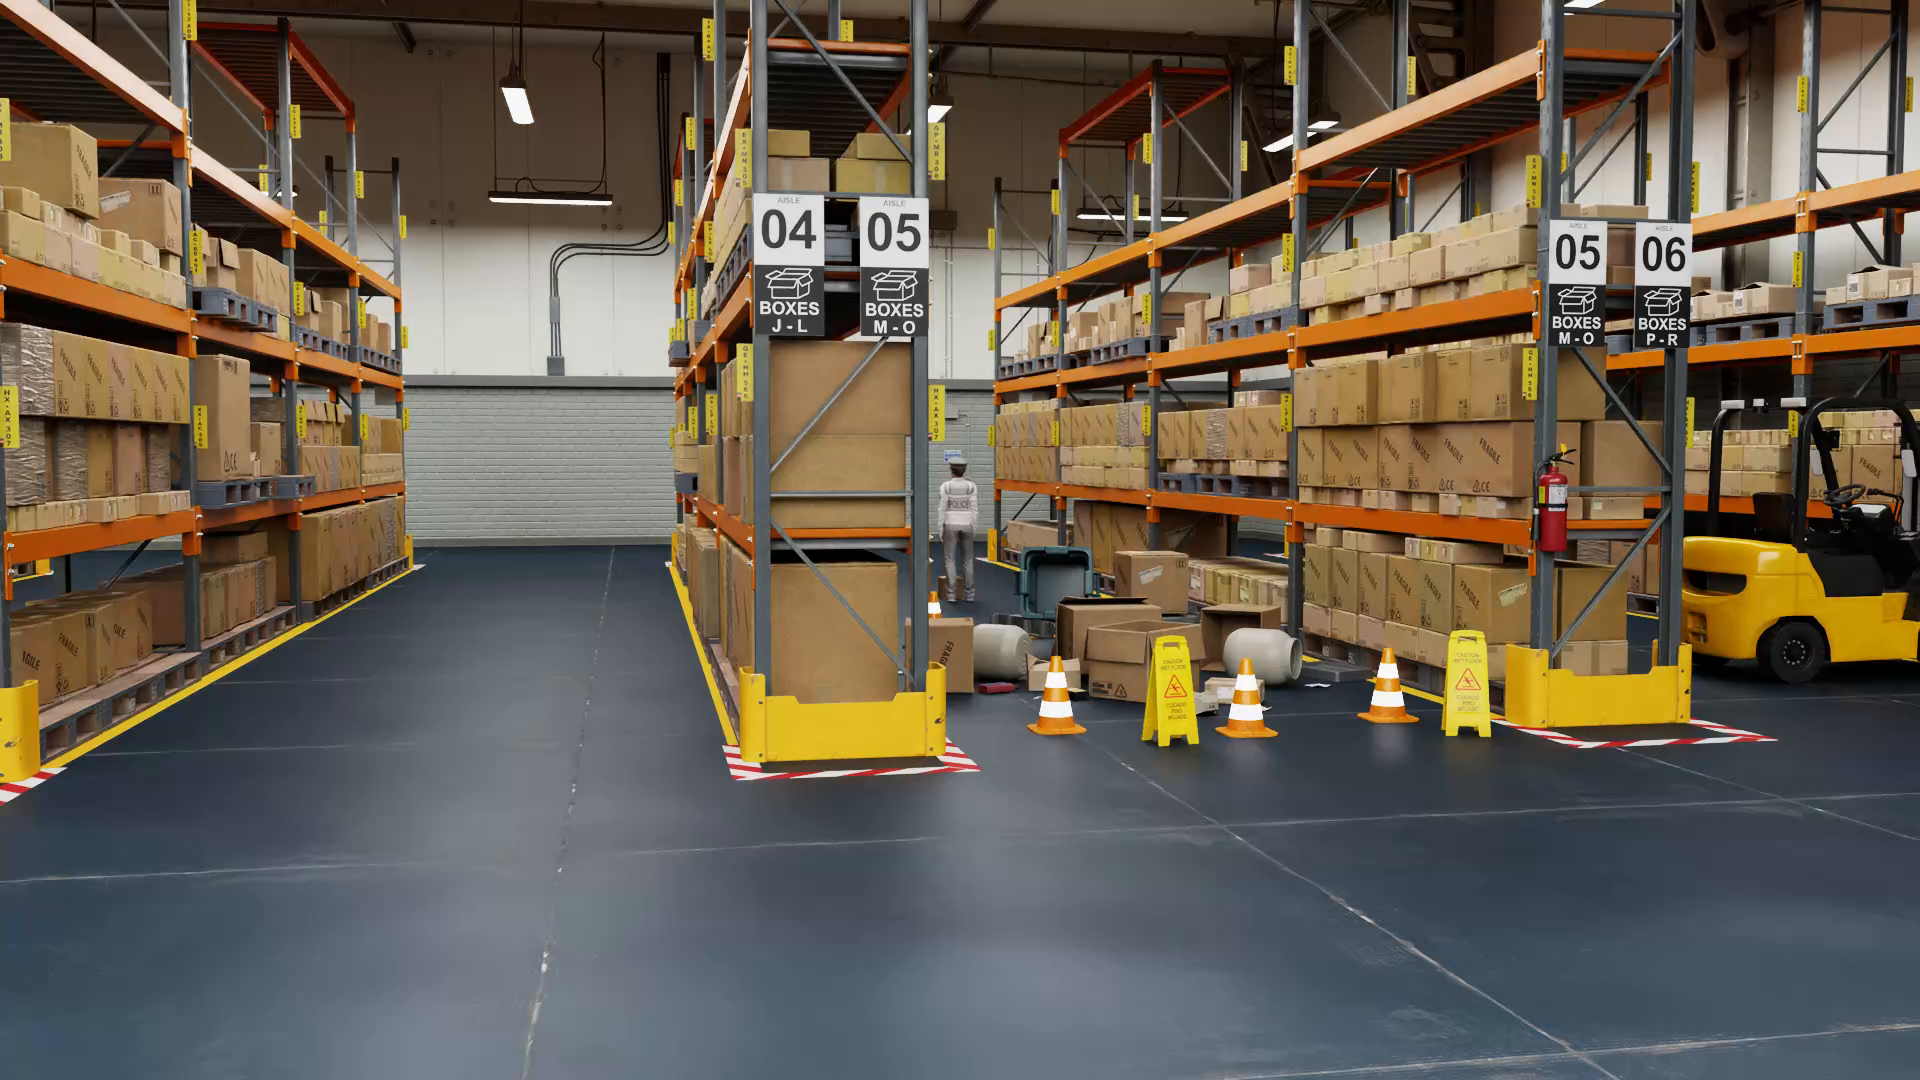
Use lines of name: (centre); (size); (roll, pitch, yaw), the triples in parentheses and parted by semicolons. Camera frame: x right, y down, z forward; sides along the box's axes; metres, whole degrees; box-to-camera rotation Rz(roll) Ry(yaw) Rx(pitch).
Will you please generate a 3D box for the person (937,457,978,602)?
person: (-0.035, -0.117, 19.215); (0.466, 1.675, 0.337); (-1, 3, -10)
